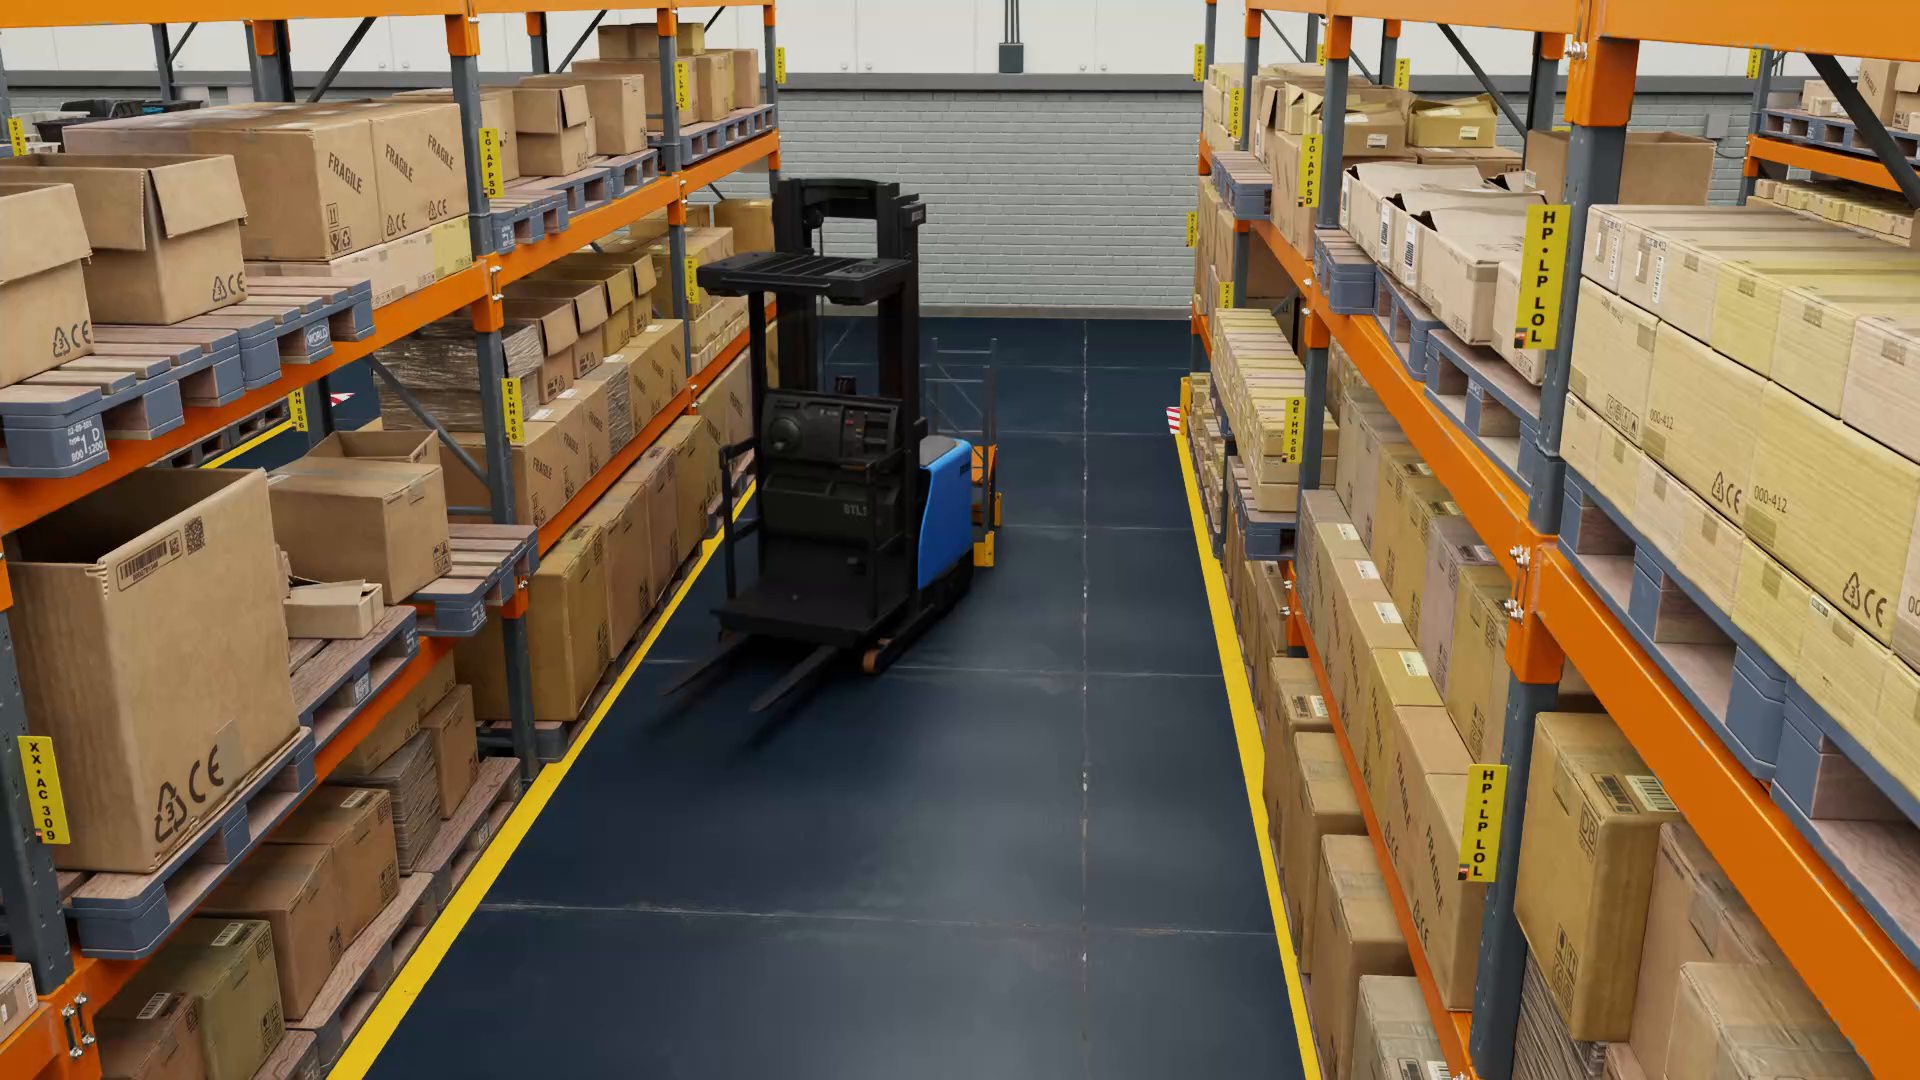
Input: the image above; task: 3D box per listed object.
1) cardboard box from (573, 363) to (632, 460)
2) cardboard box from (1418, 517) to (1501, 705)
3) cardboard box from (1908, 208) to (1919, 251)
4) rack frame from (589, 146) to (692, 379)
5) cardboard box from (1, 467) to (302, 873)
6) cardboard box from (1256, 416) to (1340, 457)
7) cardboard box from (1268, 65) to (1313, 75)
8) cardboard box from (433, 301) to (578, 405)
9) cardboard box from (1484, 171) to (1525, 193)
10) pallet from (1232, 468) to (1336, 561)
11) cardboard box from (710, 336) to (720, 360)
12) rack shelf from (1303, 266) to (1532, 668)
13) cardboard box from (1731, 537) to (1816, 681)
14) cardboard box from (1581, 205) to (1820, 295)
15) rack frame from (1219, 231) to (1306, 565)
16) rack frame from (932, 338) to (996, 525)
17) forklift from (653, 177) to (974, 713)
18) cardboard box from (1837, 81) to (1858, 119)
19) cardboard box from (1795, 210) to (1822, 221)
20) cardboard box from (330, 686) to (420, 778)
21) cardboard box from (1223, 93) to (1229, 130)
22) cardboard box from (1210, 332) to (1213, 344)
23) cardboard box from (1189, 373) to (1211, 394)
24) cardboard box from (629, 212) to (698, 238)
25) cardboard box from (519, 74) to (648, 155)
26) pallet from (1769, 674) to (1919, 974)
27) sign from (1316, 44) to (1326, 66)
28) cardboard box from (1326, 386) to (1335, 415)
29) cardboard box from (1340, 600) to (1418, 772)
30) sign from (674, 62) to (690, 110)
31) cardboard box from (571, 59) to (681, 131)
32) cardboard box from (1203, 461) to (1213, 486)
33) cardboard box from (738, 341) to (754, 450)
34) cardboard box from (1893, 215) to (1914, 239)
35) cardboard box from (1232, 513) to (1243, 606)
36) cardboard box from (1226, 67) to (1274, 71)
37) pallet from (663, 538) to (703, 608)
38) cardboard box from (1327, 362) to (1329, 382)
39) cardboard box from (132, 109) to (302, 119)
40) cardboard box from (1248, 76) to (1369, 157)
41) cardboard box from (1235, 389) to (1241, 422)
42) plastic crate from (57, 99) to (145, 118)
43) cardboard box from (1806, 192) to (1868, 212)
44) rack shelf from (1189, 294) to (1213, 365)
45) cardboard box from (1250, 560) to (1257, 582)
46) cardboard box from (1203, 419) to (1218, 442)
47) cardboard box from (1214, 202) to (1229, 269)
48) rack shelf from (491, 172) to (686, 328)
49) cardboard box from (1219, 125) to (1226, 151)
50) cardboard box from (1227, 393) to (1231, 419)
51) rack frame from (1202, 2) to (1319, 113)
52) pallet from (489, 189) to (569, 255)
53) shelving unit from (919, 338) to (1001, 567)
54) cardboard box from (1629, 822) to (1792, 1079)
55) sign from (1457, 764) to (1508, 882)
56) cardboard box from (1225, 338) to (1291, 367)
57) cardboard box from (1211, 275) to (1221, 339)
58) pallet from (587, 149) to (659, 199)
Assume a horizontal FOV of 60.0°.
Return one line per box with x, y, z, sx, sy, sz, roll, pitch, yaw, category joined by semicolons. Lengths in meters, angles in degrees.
-2.380;-0.815;10.431;0.500;0.500;0.500;1;18;4;cardboard box
1.962;0.243;5.597;0.700;0.500;0.500;1;18;4;cardboard box
2.153;-0.574;3.329;0.380;0.149;0.250;1;18;3;cardboard box
-2.505;-1.390;12.347;1.000;3.000;0.127;1;18;4;rack frame
-2.882;0.367;5.349;1.000;1.000;1.000;1;18;4;cardboard box
1.726;-0.531;8.499;0.380;0.149;0.250;1;18;2;cardboard box
2.858;-4.007;14.316;0.380;0.149;0.250;1;18;2;cardboard box
-2.674;-1.101;9.694;0.797;0.503;0.637;2;18;5;cardboard box
2.372;-1.304;6.577;0.500;0.311;0.500;1;18;4;cardboard box
2.093;-0.138;8.835;1.213;0.211;1.003;1;18;4;pallet
-2.115;-1.518;13.143;0.380;0.149;0.250;2;18;6;cardboard box
2.005;-0.468;5.872;1.077;0.370;4.000;1;18;4;rack shelf
1.425;0.105;2.536;0.380;0.149;0.250;1;18;3;cardboard box
1.496;-0.590;3.376;0.380;0.149;0.250;1;18;4;cardboard box
2.435;-1.248;11.914;1.000;3.000;0.127;1;18;4;rack frame
0.030;-0.844;13.090;0.500;1.500;0.032;1;18;4;rack frame
-0.903;-0.699;10.348;1.130;2.935;3.031;7;19;20;forklift
7.509;-3.577;13.514;0.500;0.311;0.500;2;18;5;cardboard box
7.288;-2.470;13.878;0.500;0.500;0.500;1;18;3;cardboard box
-2.838;0.849;7.619;0.500;0.250;0.500;3;18;10;cardboard box
2.296;-3.312;12.834;0.500;0.250;0.500;2;18;6;cardboard box
2.262;-1.709;13.726;0.380;0.149;0.250;2;18;5;cardboard box
2.345;-1.462;15.517;0.380;0.149;0.250;0;18;1;cardboard box
-2.589;-2.599;14.597;0.500;0.500;0.500;1;18;2;cardboard box
-2.537;-2.882;11.249;0.700;0.500;0.500;2;18;5;cardboard box
1.702;0.485;1.950;1.003;0.211;1.213;1;18;4;pallet
3.274;-4.318;15.043;0.100;0.325;0.005;1;18;4;sign
2.533;-0.878;10.513;0.380;0.149;0.250;1;18;2;cardboard box
1.738;0.550;6.267;0.500;0.500;0.500;1;18;3;cardboard box
-1.963;-3.201;11.723;0.100;0.325;0.005;1;18;4;sign
-2.509;-3.354;12.530;0.700;0.500;0.500;0;18;1;cardboard box
2.197;-0.543;13.668;0.380;0.149;0.250;1;18;4;cardboard box
-2.250;-1.339;14.930;0.875;0.875;0.875;1;18;4;cardboard box
7.239;-2.338;12.433;0.380;0.149;0.250;1;18;3;cardboard box
2.081;0.128;11.054;0.500;0.500;0.500;2;18;6;cardboard box
2.411;-3.856;13.855;0.380;0.149;0.250;2;18;5;cardboard box
-2.485;0.177;12.045;1.003;0.211;1.213;1;18;4;pallet
2.550;-1.097;10.706;0.380;0.149;0.250;1;18;2;cardboard box
-3.122;-1.560;7.087;0.500;0.500;0.500;1;18;4;cardboard box
2.298;-2.805;11.014;0.700;0.500;0.500;1;18;4;cardboard box
1.820;-0.791;9.772;0.380;0.149;0.250;2;18;5;cardboard box
-7.542;-3.670;14.589;0.504;0.338;0.767;1;18;4;plastic crate
7.317;-2.812;13.879;0.380;0.149;0.250;1;18;4;cardboard box
2.578;-1.527;13.921;1.077;0.370;4.000;1;18;4;rack shelf
2.013;0.094;9.956;0.500;0.250;0.500;2;18;5;cardboard box
2.221;-0.898;13.796;0.380;0.149;0.250;1;18;2;cardboard box
2.281;-2.383;13.135;0.500;0.500;0.500;2;18;5;cardboard box
-2.649;-1.852;10.097;1.077;0.370;4.000;1;18;4;rack shelf
2.284;-3.073;12.907;0.500;0.250;0.500;1;18;3;cardboard box
1.859;-0.810;10.307;0.380;0.149;0.250;1;18;3;cardboard box
2.721;-5.341;14.771;1.000;3.000;0.127;1;18;4;rack frame
-2.799;-1.684;8.732;1.213;0.211;1.003;2;18;6;pallet
-0.005;-0.689;12.617;0.587;1.500;1.083;1;18;4;shelving unit
1.877;0.940;3.263;0.875;0.550;0.550;1;18;4;cardboard box
1.319;0.715;4.191;0.100;0.325;0.005;1;18;4;sign
1.875;-1.175;10.466;0.380;0.149;0.250;1;18;3;cardboard box
2.226;-1.754;12.822;0.500;0.500;0.500;1;18;2;cardboard box
-2.522;-2.438;11.038;0.805;0.209;1.217;1;18;2;pallet
